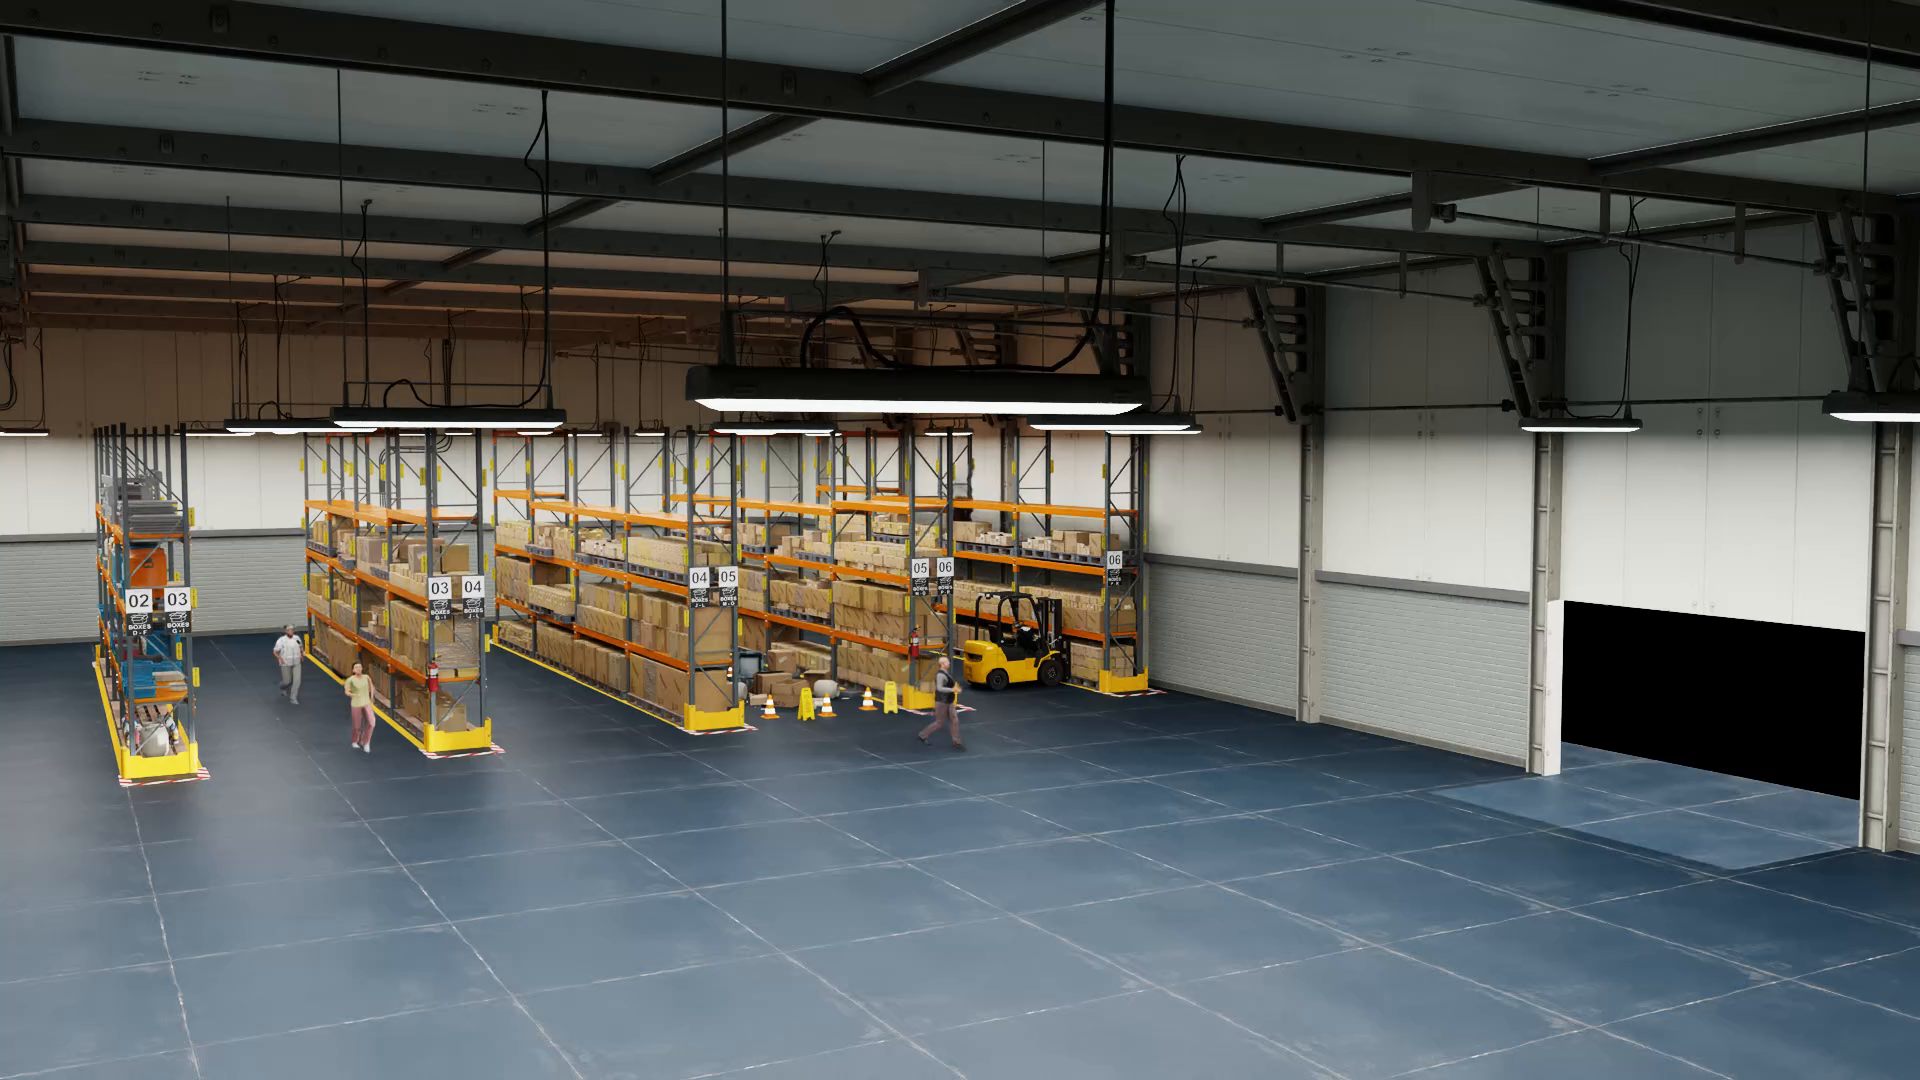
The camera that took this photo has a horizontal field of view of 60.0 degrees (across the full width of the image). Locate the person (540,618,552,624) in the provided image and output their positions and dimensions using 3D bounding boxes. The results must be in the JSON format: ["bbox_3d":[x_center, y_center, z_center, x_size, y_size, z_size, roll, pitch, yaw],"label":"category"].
[{"bbox_3d":[-12.302,1.978,48.661,0.877,1.562,0.543,-3,5,-45],"label":"person"}]

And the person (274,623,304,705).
[{"bbox_3d":[-14.537,2.672,36.096,0.663,1.757,0.752,-3,5,-40],"label":"person"}]

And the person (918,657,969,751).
[{"bbox_3d":[-0.305,3.006,30.484,0.954,1.734,0.658,1,4,14],"label":"person"}]

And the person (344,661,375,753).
[{"bbox_3d":[-11.008,3.060,30.531,0.581,1.675,0.692,-3,4,-38],"label":"person"}]
